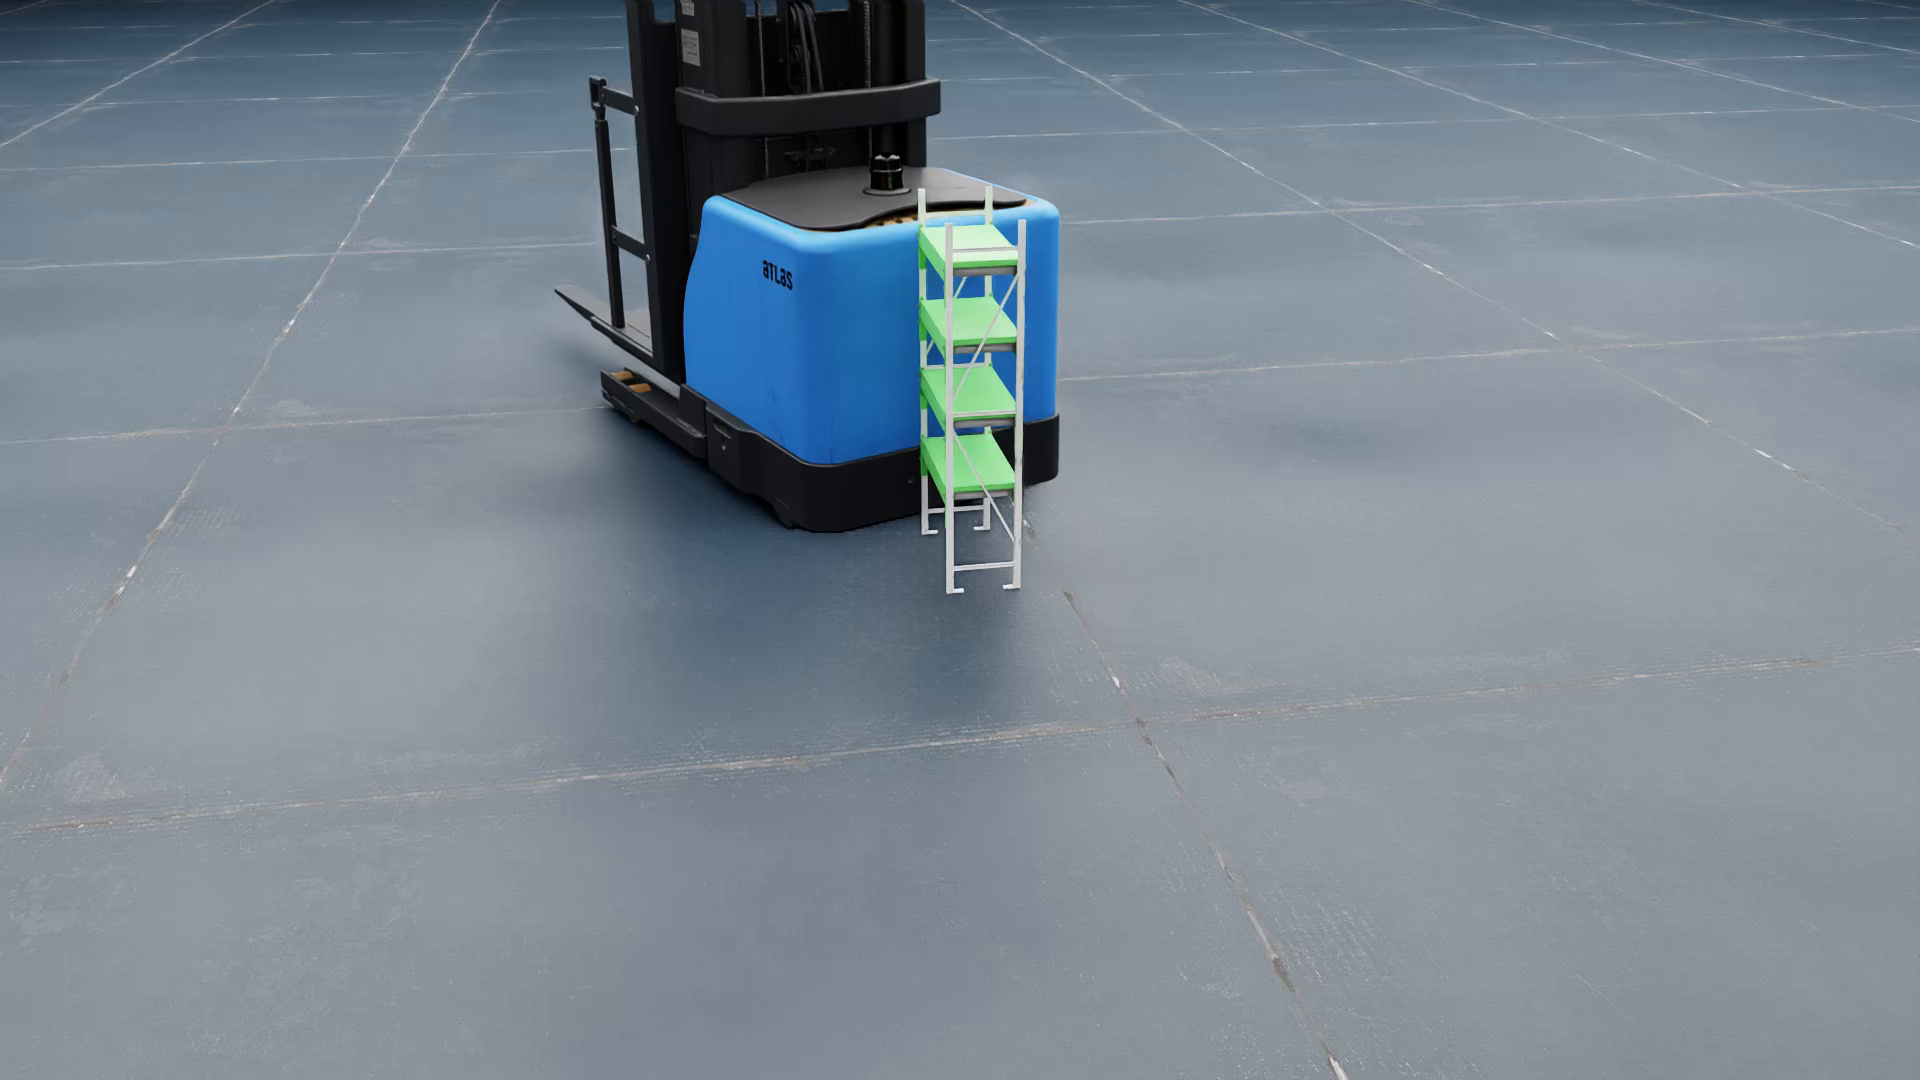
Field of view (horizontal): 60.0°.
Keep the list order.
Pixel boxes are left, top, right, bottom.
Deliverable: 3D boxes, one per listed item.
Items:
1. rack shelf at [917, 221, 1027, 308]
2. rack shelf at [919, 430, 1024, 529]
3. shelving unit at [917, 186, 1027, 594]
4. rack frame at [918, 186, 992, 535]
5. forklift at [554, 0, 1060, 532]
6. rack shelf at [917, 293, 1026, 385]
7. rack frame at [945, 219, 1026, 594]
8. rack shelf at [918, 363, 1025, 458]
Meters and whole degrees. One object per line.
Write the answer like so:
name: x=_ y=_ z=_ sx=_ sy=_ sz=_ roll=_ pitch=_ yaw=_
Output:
rack shelf: x=0.031 y=-0.866 z=5.194 sx=0.258 sy=0.148 sz=0.480 roll=-4 pitch=24 yaw=-10
rack shelf: x=0.031 y=-0.206 z=5.482 sx=0.258 sy=0.148 sz=0.480 roll=-4 pitch=24 yaw=-10
shelving unit: x=0.031 y=-0.485 z=5.361 sx=0.258 sy=1.200 sz=0.503 roll=-4 pitch=24 yaw=-10
rack frame: x=-0.015 y=-0.581 z=5.581 sx=0.240 sy=1.200 sz=0.015 roll=-4 pitch=24 yaw=-10
forklift: x=-0.851 y=-1.912 z=6.465 sx=1.130 sy=2.935 sz=3.031 roll=-14 pitch=27 yaw=-29
rack shelf: x=0.031 y=-0.646 z=5.290 sx=0.258 sy=0.148 sz=0.480 roll=-4 pitch=24 yaw=-10
rack frame: x=0.076 y=-0.389 z=5.141 sx=0.240 sy=1.200 sz=0.015 roll=-4 pitch=24 yaw=-10
rack shelf: x=0.031 y=-0.426 z=5.386 sx=0.258 sy=0.148 sz=0.480 roll=-4 pitch=24 yaw=-10
